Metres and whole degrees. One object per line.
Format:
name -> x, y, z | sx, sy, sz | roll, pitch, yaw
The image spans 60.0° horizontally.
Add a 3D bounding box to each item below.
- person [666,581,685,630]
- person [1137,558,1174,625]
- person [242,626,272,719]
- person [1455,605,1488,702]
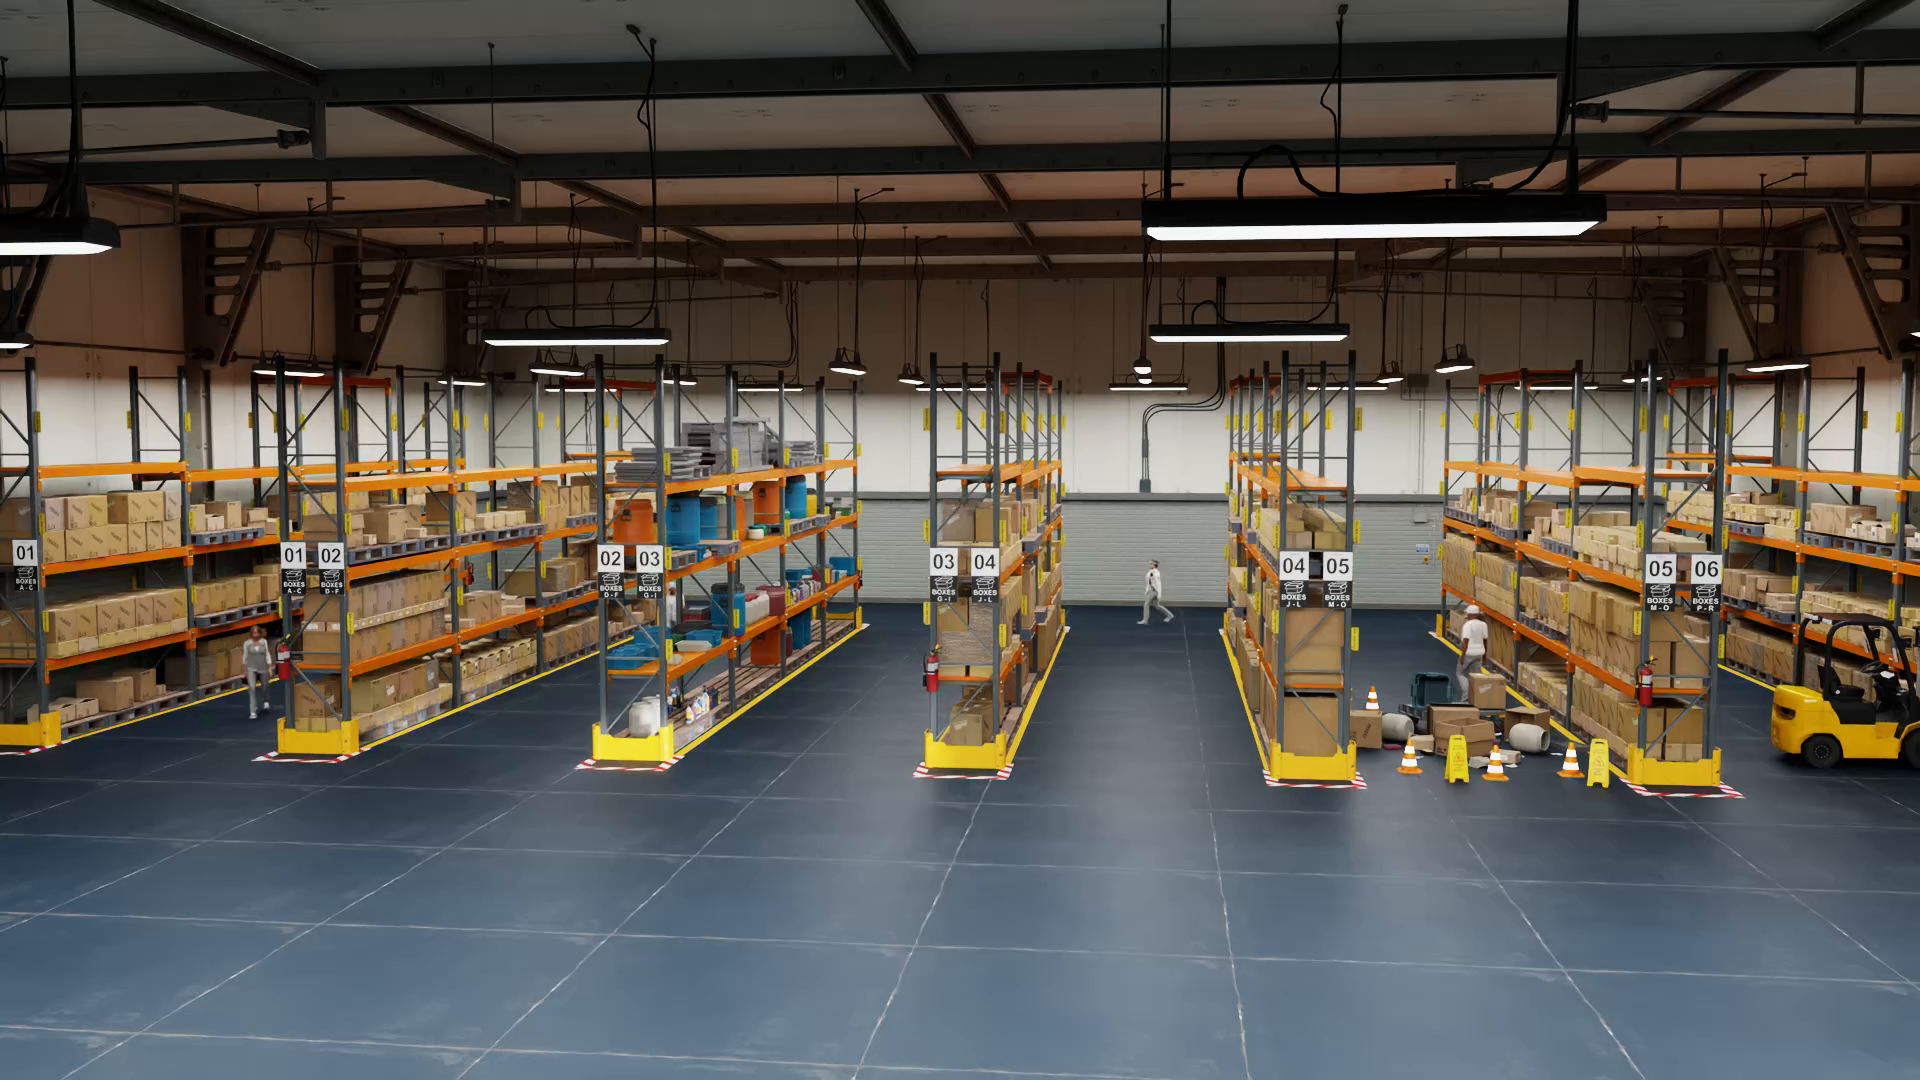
person -> -6.080, 1.673, 35.448 | 0.485, 1.617, 0.838 | 0, 4, 4
person -> 4.824, 1.268, 41.021 | 0.933, 1.641, 0.467 | 0, 4, 2
person -> -11.934, 2.214, 28.263 | 0.469, 1.533, 0.980 | -1, 4, -18
person -> 9.083, 2.045, 29.484 | 0.612, 1.785, 0.407 | -2, 4, -25
